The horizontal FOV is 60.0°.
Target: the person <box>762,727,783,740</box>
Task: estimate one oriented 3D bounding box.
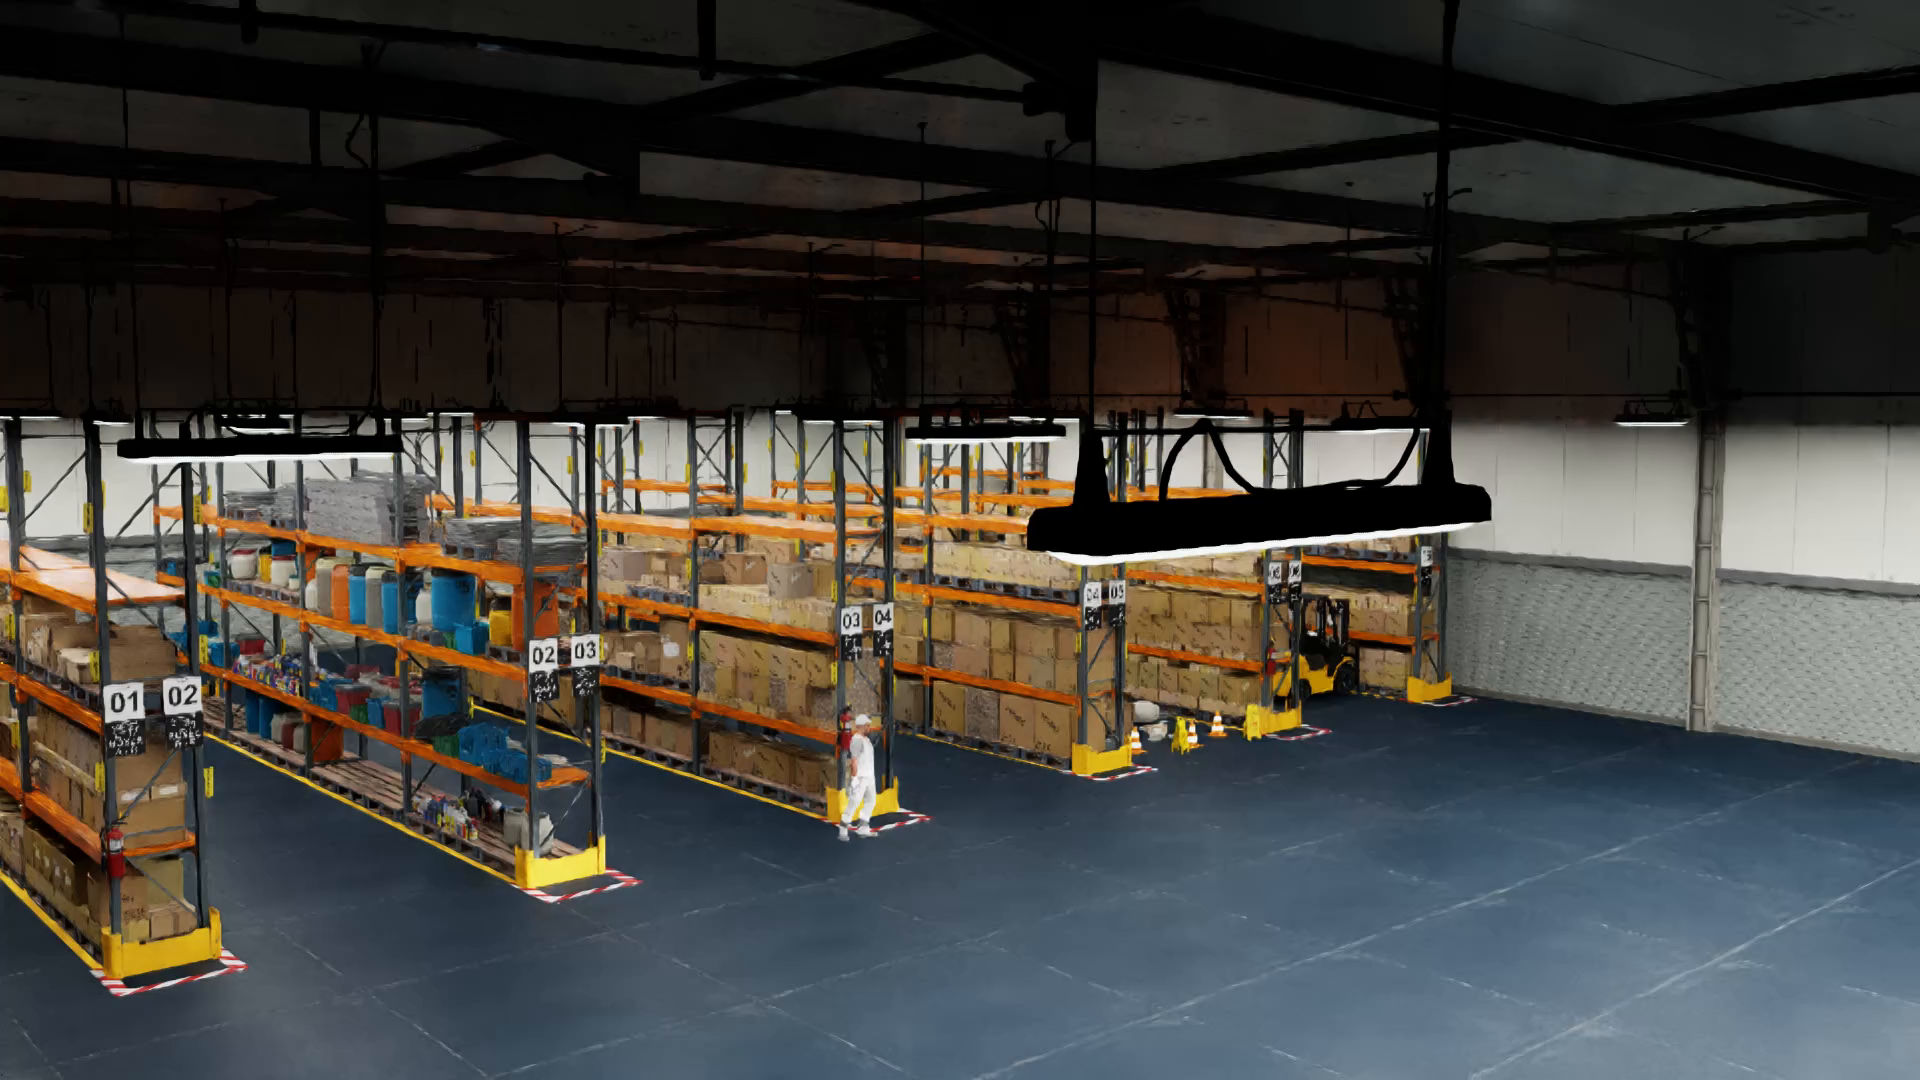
[{"bbox_3d":[-3.365,2.910,30.293,0.566,1.541,0.519,-5,7,-43],"label":"person"}]

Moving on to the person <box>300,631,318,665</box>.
[{"bbox_3d":[-13.005,2.603,33.187,0.552,1.602,0.344,4,7,40],"label":"person"}]

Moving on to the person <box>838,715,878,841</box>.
[{"bbox_3d":[-1.456,3.380,23.635,0.506,1.772,0.667,1,5,13],"label":"person"}]
